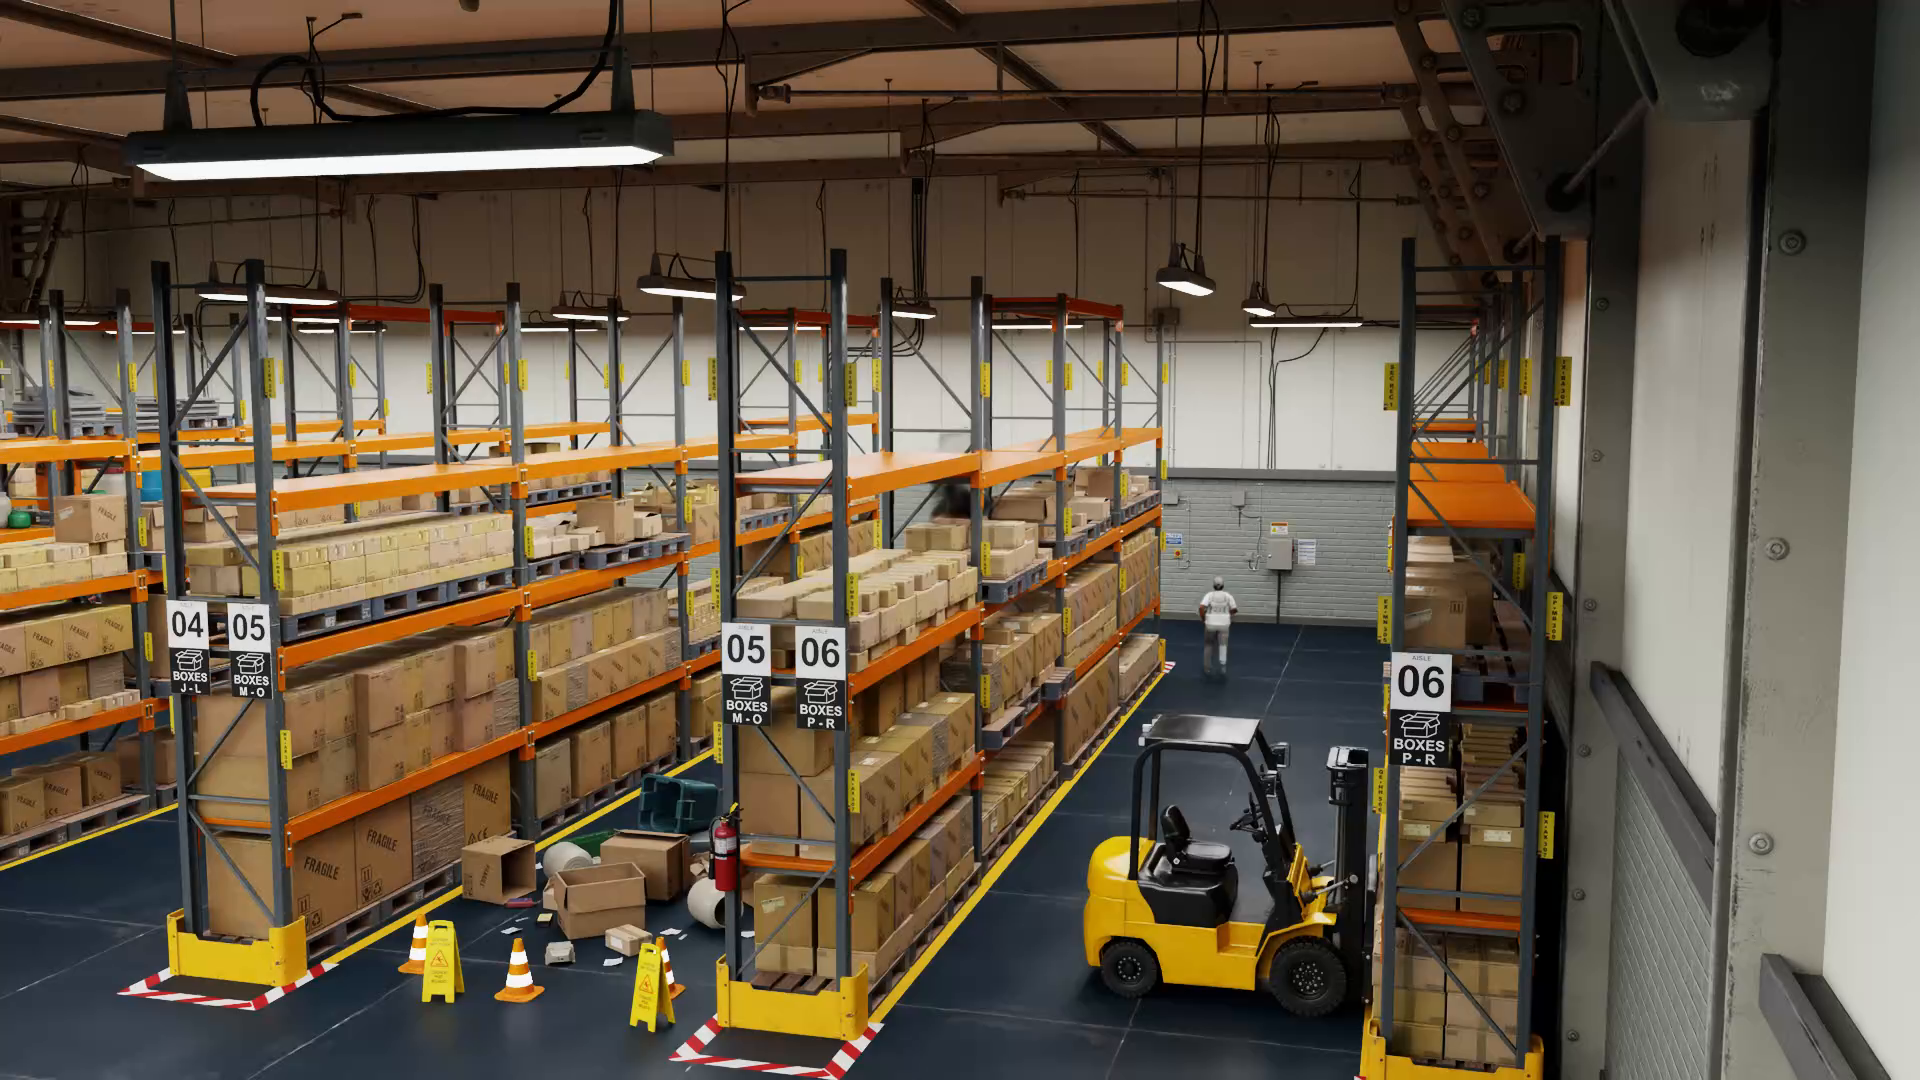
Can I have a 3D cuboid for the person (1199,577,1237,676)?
[{"bbox_3d":[4.247,1.437,27.421,0.632,1.659,0.862,1,6,6],"label":"person"}]
